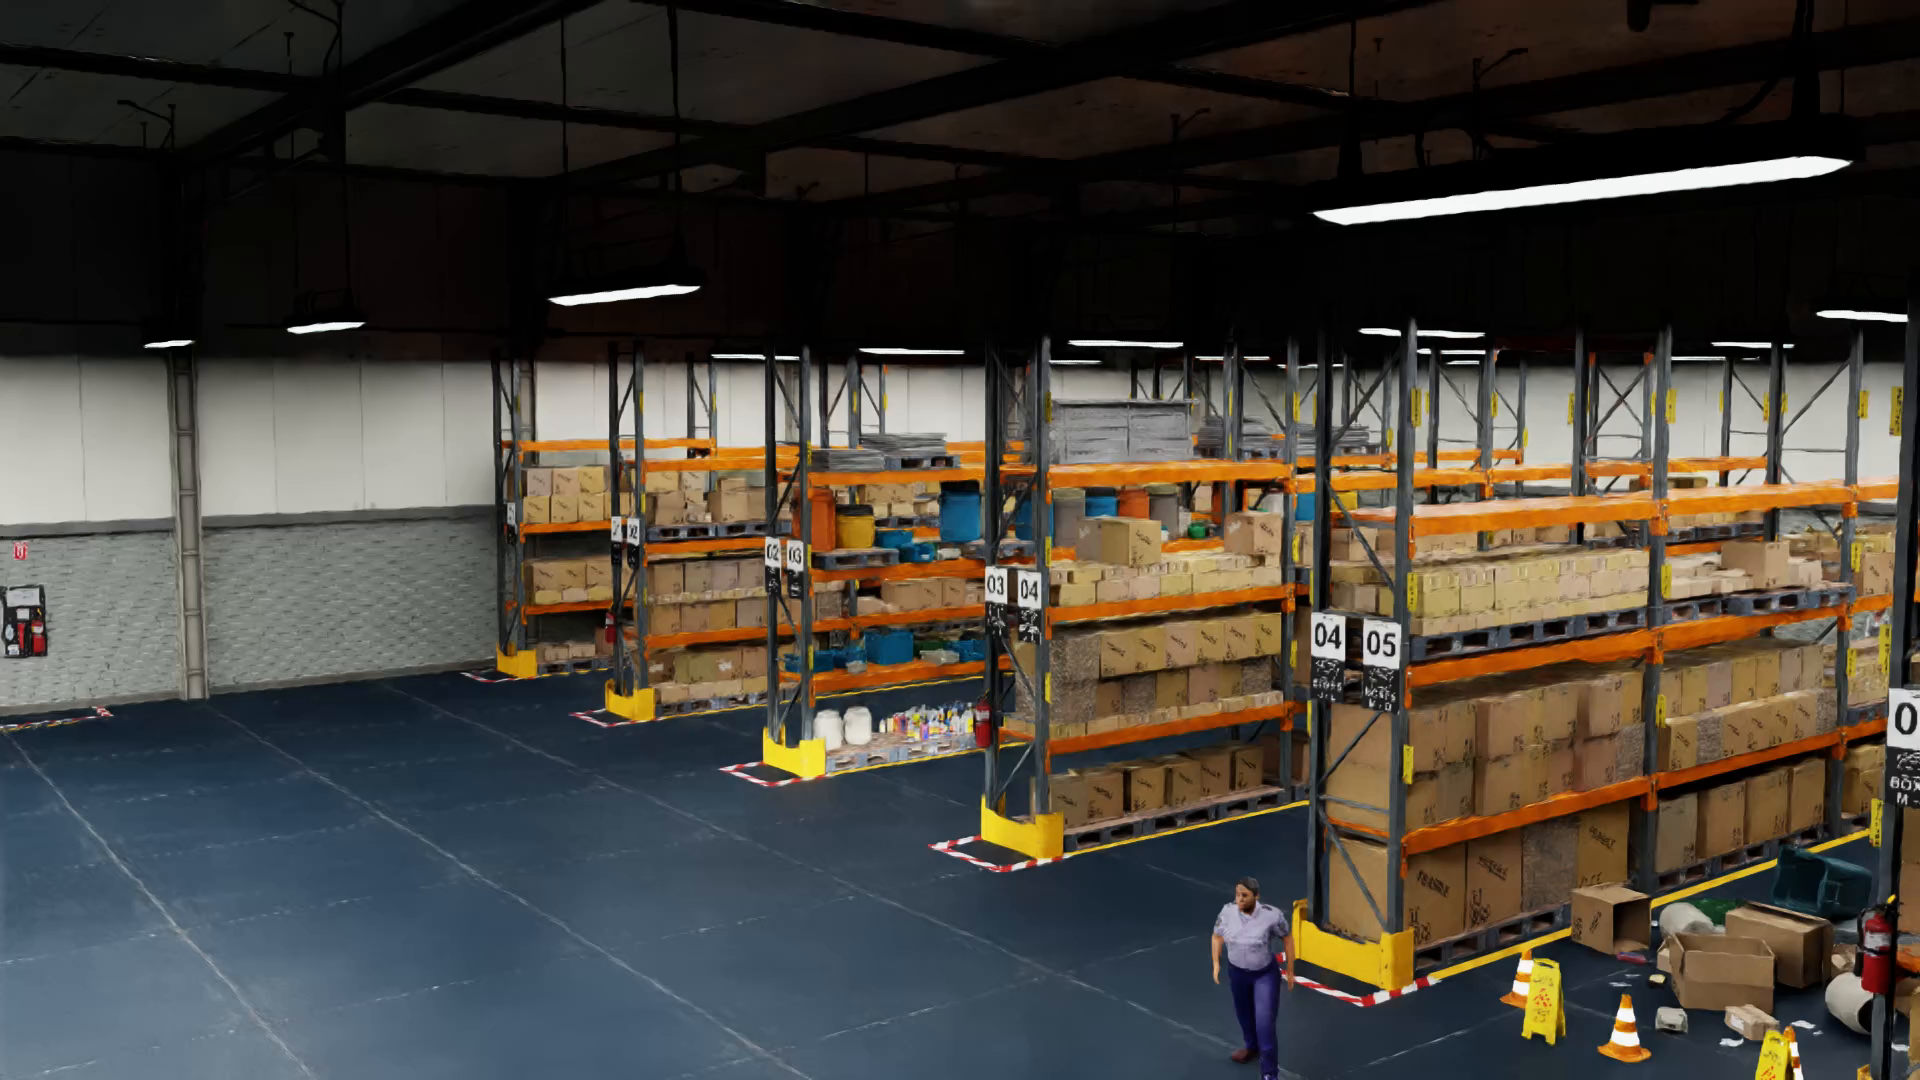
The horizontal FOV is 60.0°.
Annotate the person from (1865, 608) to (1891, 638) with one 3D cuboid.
[{"bbox_3d":[16.136,1.823,29.239,1.037,1.513,0.419,-4,6,-39],"label":"person"}]

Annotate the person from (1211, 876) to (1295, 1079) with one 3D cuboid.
[{"bbox_3d":[2.244,3.278,12.519,0.655,1.564,0.824,4,6,36],"label":"person"}]
